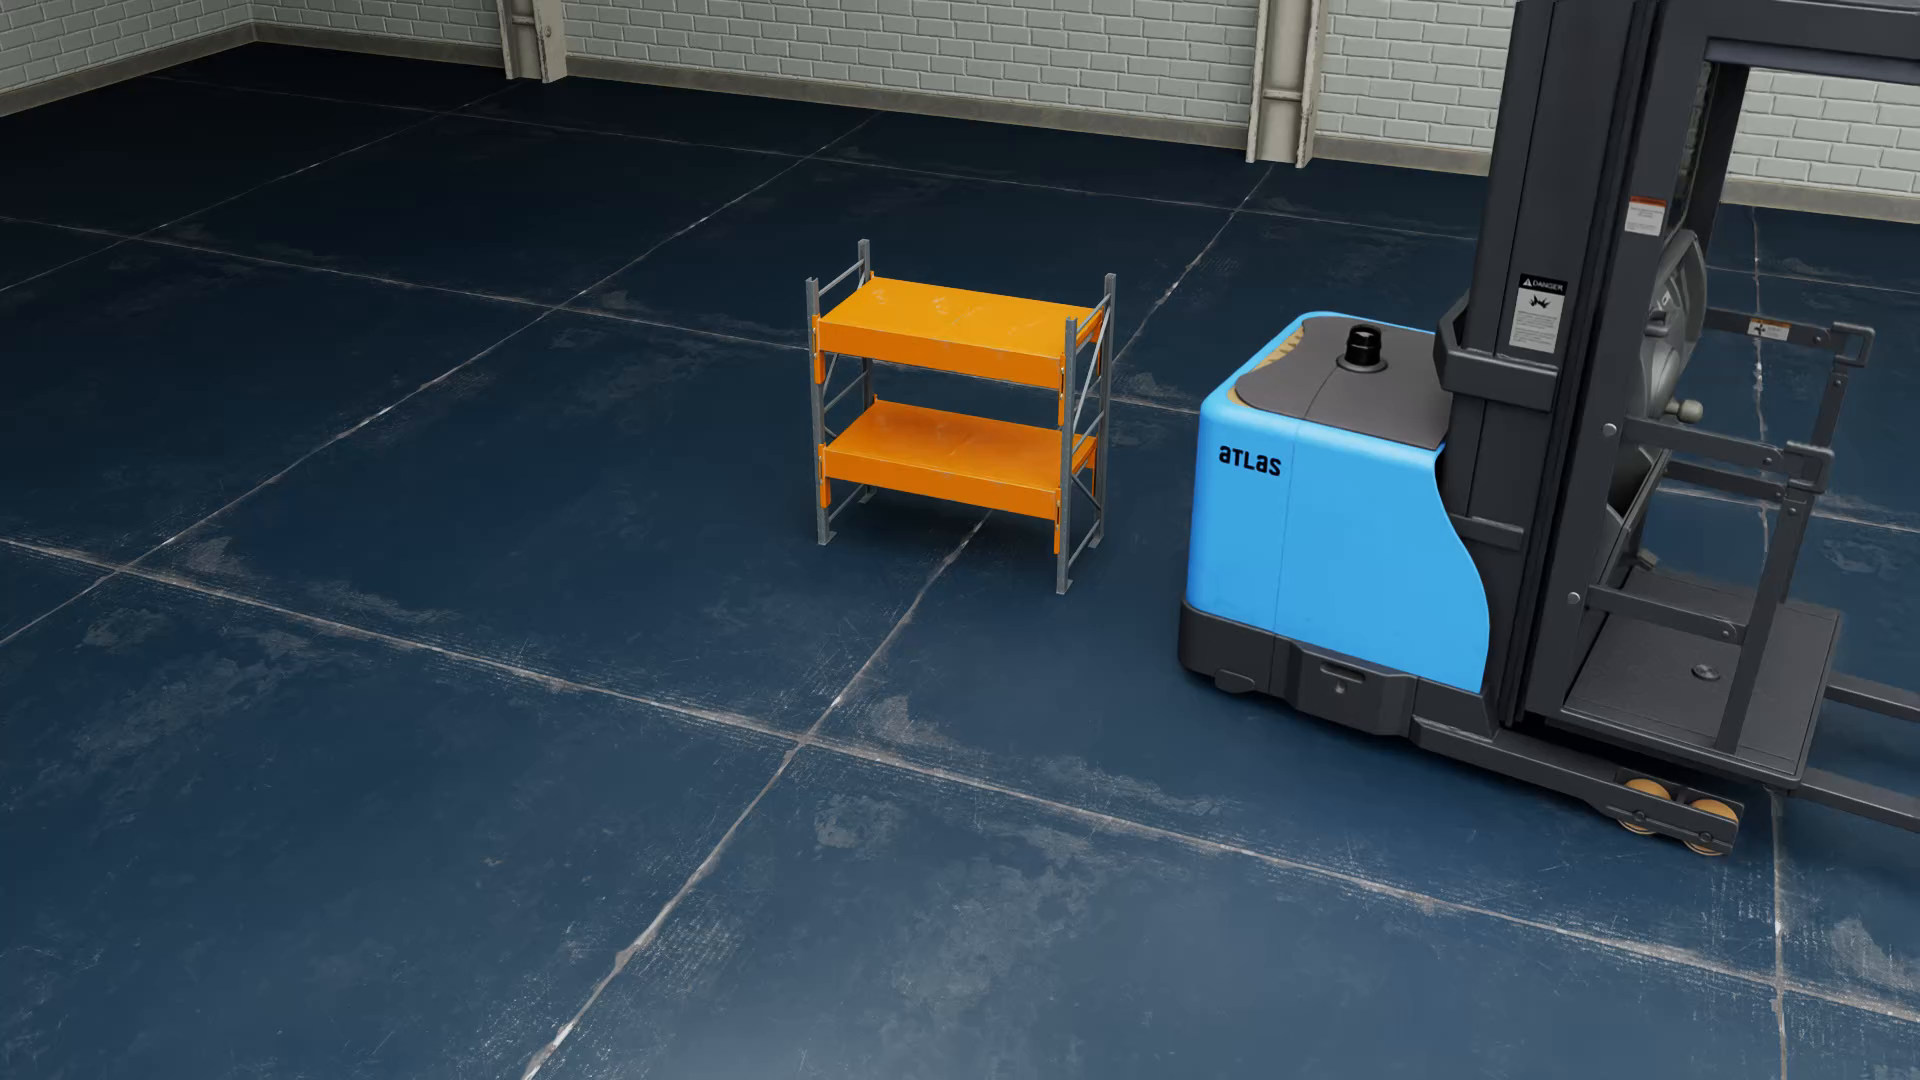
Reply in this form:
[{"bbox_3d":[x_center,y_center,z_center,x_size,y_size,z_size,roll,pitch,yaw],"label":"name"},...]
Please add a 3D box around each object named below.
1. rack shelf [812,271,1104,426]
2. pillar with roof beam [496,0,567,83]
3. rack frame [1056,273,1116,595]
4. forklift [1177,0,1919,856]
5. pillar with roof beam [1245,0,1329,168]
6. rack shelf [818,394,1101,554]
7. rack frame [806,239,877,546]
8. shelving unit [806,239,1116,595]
[{"bbox_3d":[0.006,-0.743,6.327,1.000,0.278,0.538,11,31,19],"label":"rack shelf"},{"bbox_3d":[-5.000,-5.668,7.632,0.400,9.000,9.100,11,31,19],"label":"pillar with roof beam"},{"bbox_3d":[0.477,-0.394,6.305,0.032,1.125,0.500,11,31,19],"label":"rack frame"},{"bbox_3d":[2.293,-0.617,4.863,3.031,2.935,1.130,17,33,27],"label":"forklift"},{"bbox_3d":[0.560,-4.558,5.668,0.400,9.000,9.100,11,31,19],"label":"pillar with roof beam"},{"bbox_3d":[0.006,-0.276,6.591,1.000,0.278,0.538,11,31,19],"label":"rack shelf"},{"bbox_3d":[-0.465,-0.582,6.637,0.032,1.125,0.500,11,31,19],"label":"rack frame"},{"bbox_3d":[0.006,-0.488,6.471,1.048,1.125,0.538,11,31,19],"label":"shelving unit"}]
